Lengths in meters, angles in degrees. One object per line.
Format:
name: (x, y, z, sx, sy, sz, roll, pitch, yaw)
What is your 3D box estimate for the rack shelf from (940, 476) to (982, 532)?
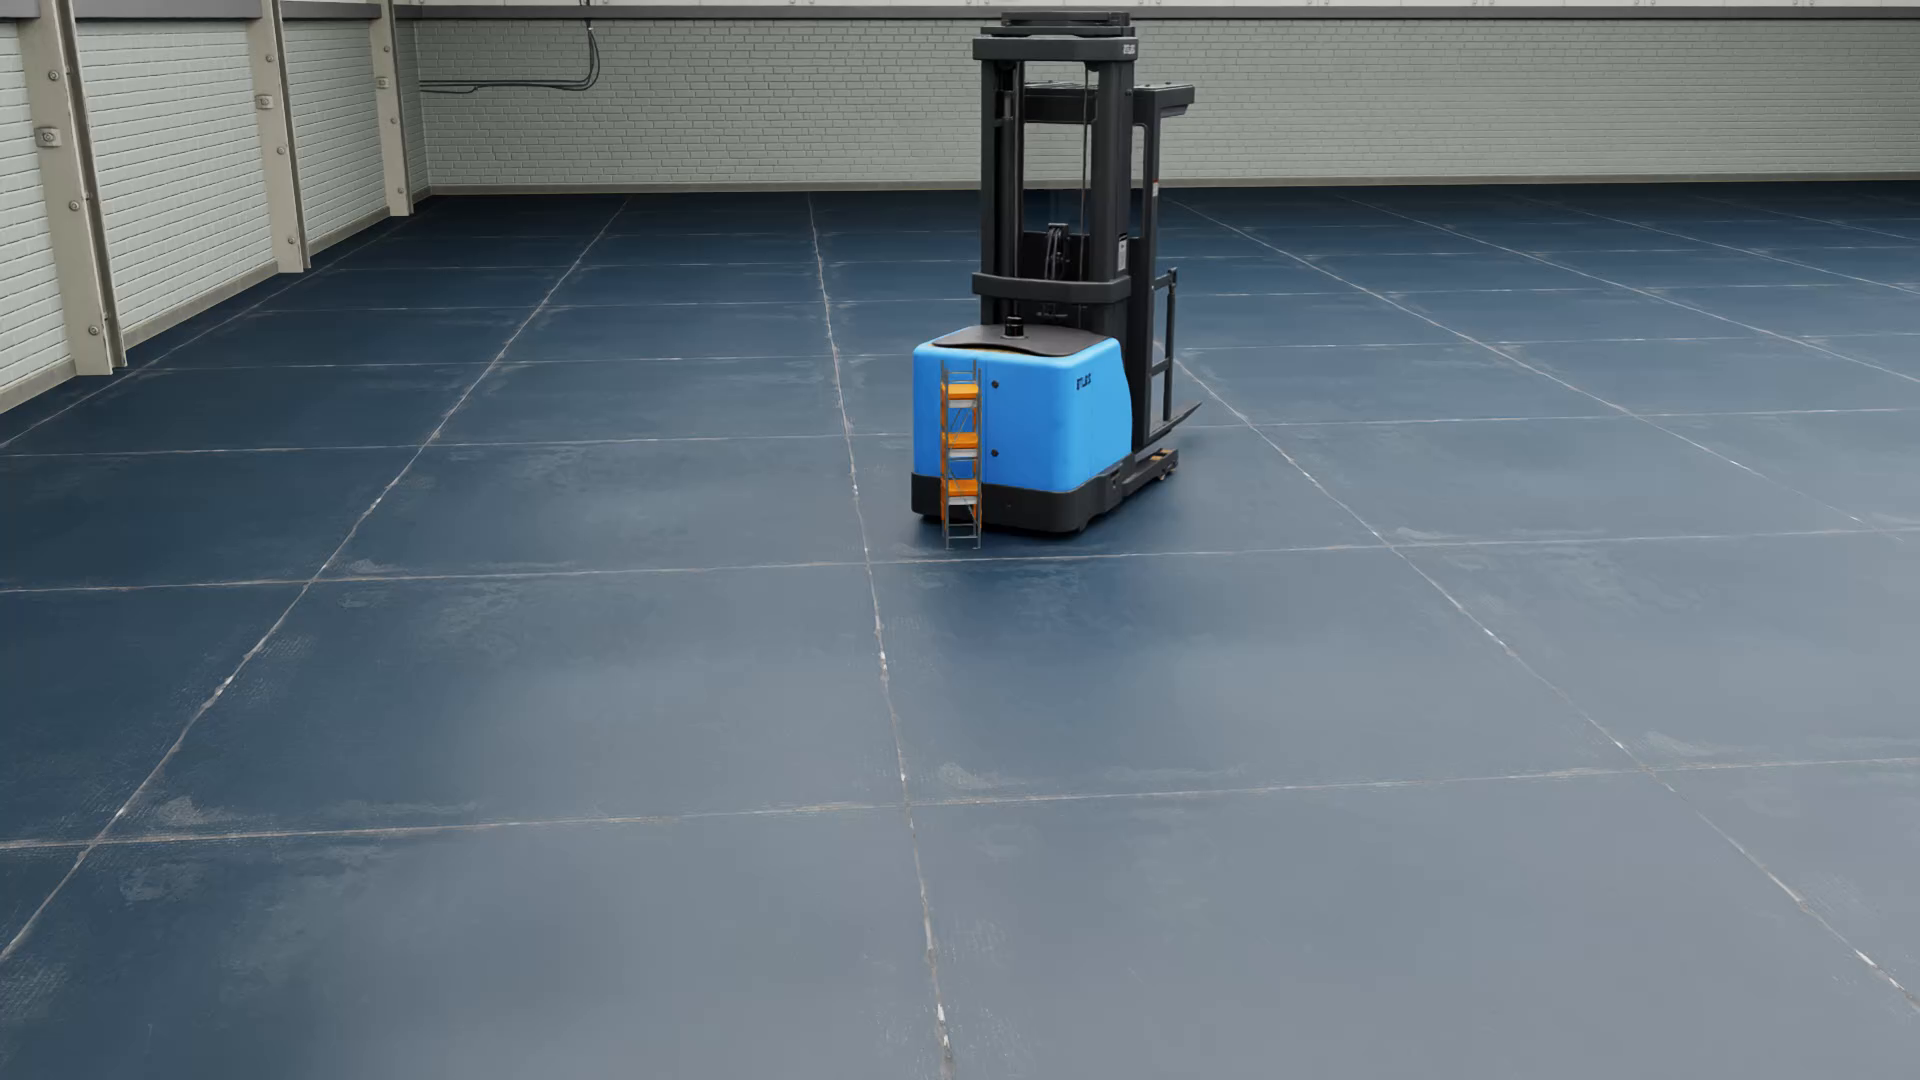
rack shelf: (0.006, -0.210, 9.555, 0.215, 0.259, 0.240, -2, 18, -6)

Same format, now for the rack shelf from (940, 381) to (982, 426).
rack shelf: (0.006, -0.746, 9.387, 0.215, 0.259, 0.240, -2, 18, -6)

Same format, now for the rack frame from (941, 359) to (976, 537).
rack frame: (-0.007, -0.521, 9.585, 0.200, 1.050, 0.008, -2, 18, -6)

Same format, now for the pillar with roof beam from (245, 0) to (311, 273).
pillar with roof beam: (-3.748, -7.677, 19.106, 9.100, 9.000, 0.400, -2, 18, -6)

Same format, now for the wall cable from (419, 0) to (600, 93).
wall cable: (-7.638, -8.768, 27.767, 3.097, 2.526, 0.112, -2, 18, -6)

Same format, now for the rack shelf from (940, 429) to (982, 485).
rack shelf: (0.006, -0.475, 9.472, 0.215, 0.259, 0.240, -2, 18, -6)

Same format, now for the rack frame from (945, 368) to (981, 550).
rack frame: (0.018, -0.449, 9.353, 0.200, 1.050, 0.008, -2, 18, -6)

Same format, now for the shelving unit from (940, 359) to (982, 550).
shelving unit: (0.006, -0.485, 9.469, 0.215, 1.050, 0.252, -2, 18, -6)

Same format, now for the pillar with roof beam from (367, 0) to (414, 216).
pillar with roof beam: (-4.367, -9.464, 24.800, 9.100, 9.000, 0.400, -2, 18, -6)

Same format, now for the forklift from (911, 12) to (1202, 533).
forklift: (0.807, -1.837, 10.637, 1.130, 2.935, 3.031, 8, 19, 25)

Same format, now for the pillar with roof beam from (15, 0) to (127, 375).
pillar with roof beam: (-3.129, -5.889, 13.412, 9.100, 9.000, 0.400, -2, 18, -6)
